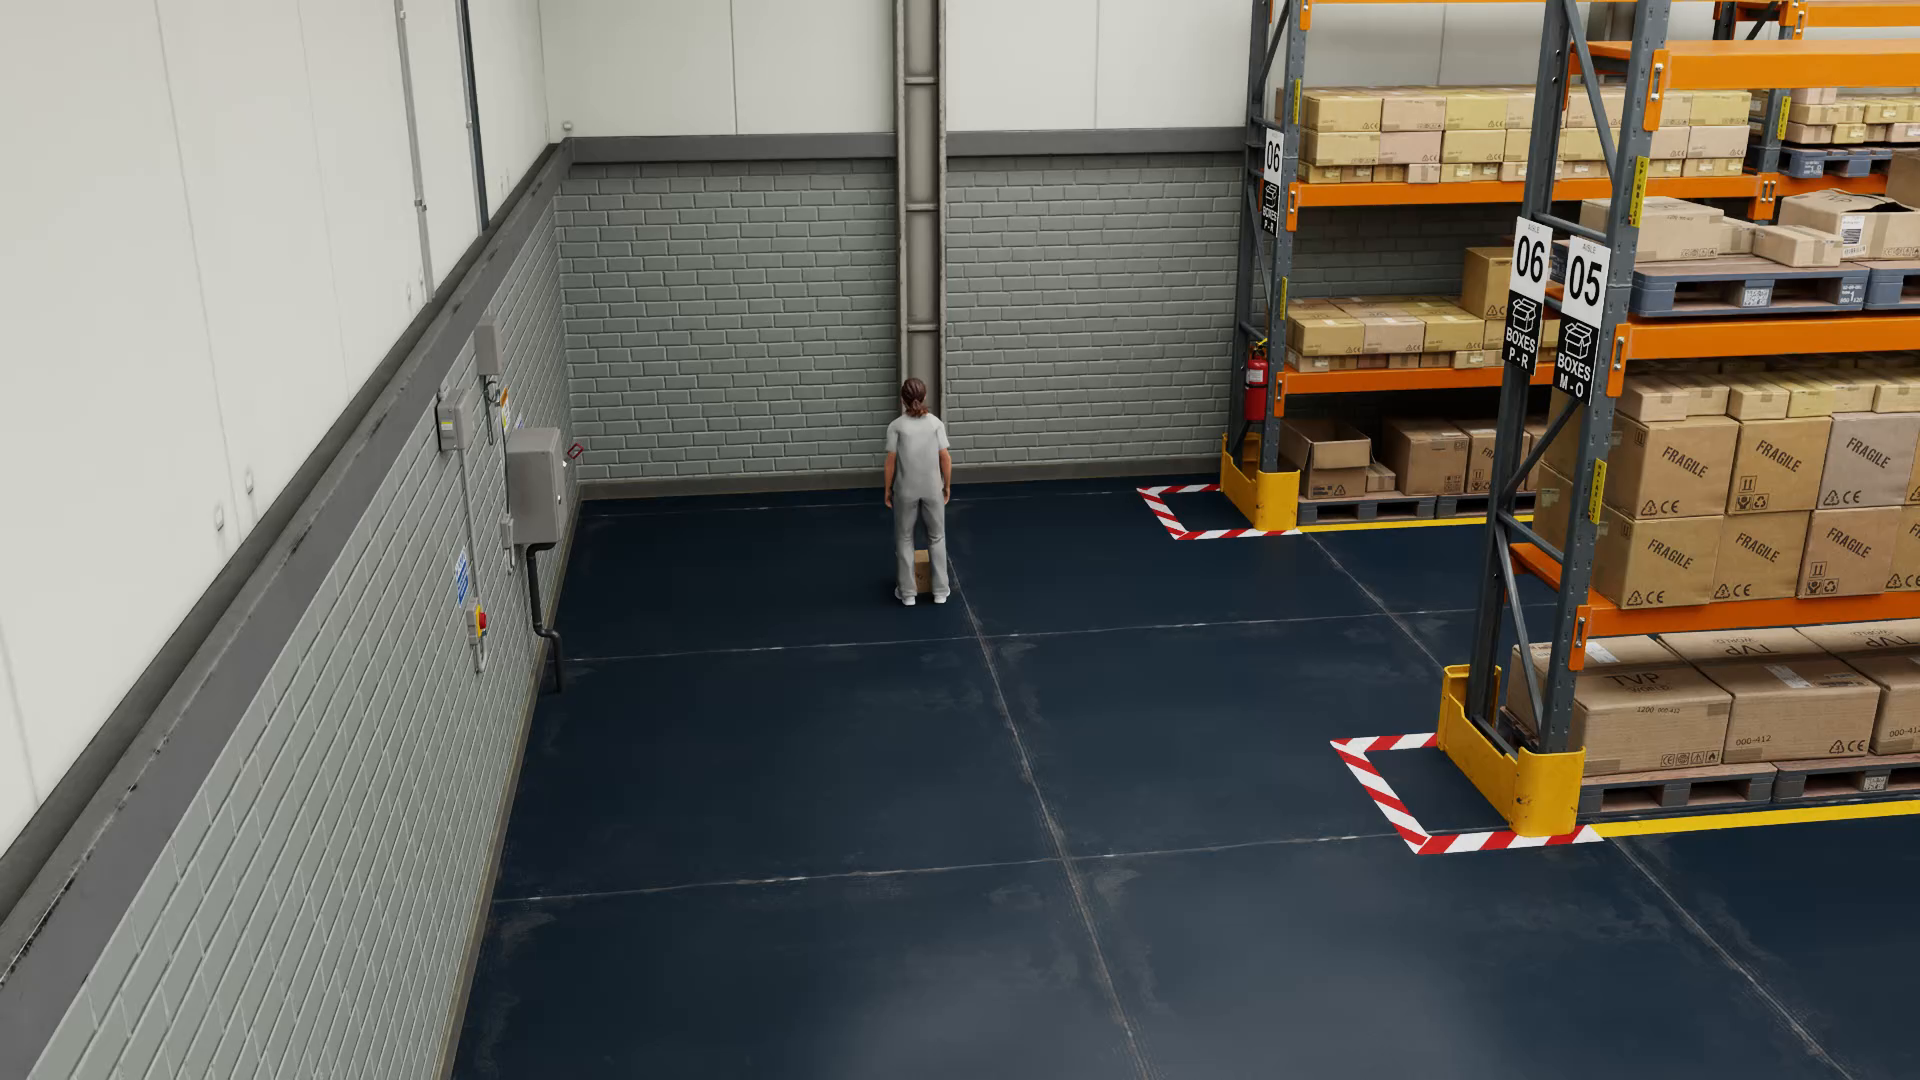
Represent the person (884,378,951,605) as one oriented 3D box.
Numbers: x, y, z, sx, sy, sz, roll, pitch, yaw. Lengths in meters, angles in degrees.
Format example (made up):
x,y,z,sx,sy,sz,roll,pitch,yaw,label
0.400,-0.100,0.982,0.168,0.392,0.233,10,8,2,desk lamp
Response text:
x,y,z,sx,sy,sz,roll,pitch,yaw,label
-0.304,-0.345,12.020,0.496,1.672,0.352,-3,20,-8,person
